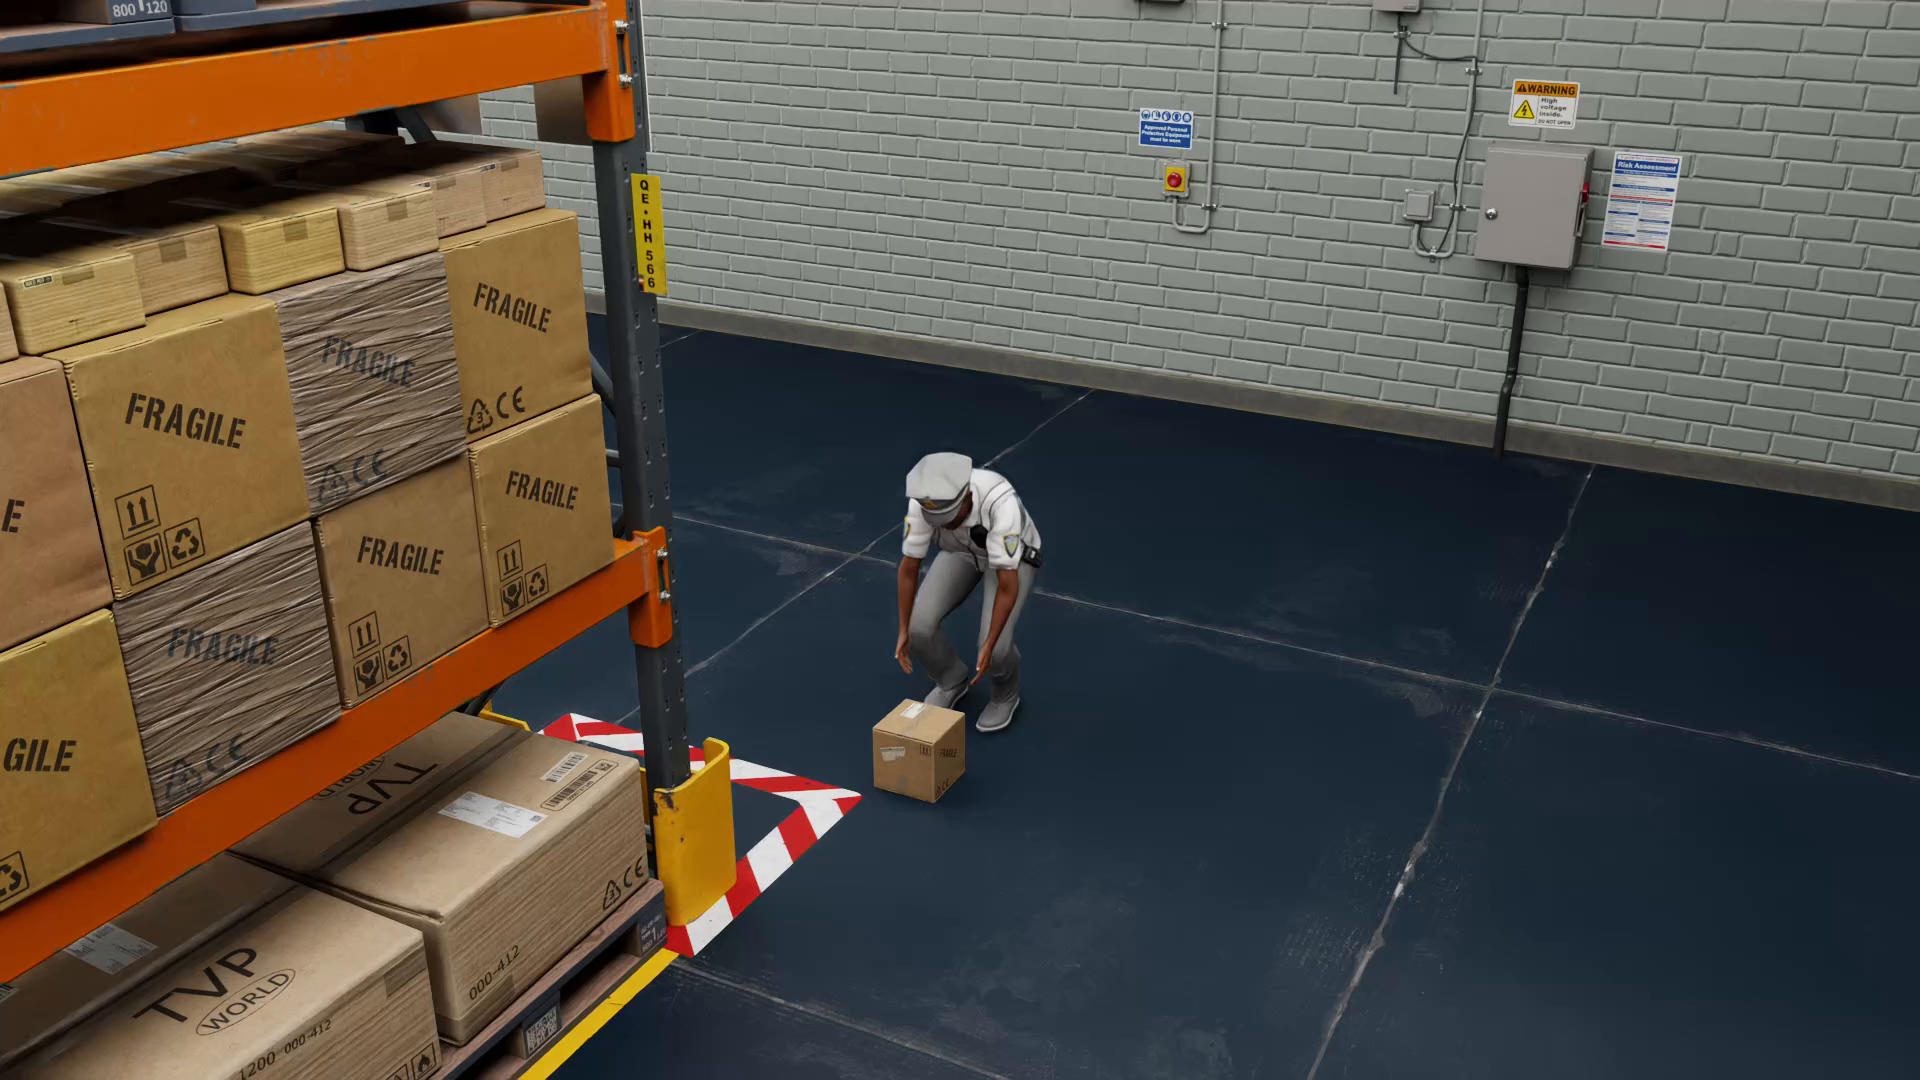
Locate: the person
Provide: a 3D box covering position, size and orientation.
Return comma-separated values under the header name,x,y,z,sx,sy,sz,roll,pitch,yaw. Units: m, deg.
name,x,y,z,sx,sy,sz,roll,pitch,yaw
person,0.046,0.169,6.313,0.500,1.189,0.803,11,25,25
